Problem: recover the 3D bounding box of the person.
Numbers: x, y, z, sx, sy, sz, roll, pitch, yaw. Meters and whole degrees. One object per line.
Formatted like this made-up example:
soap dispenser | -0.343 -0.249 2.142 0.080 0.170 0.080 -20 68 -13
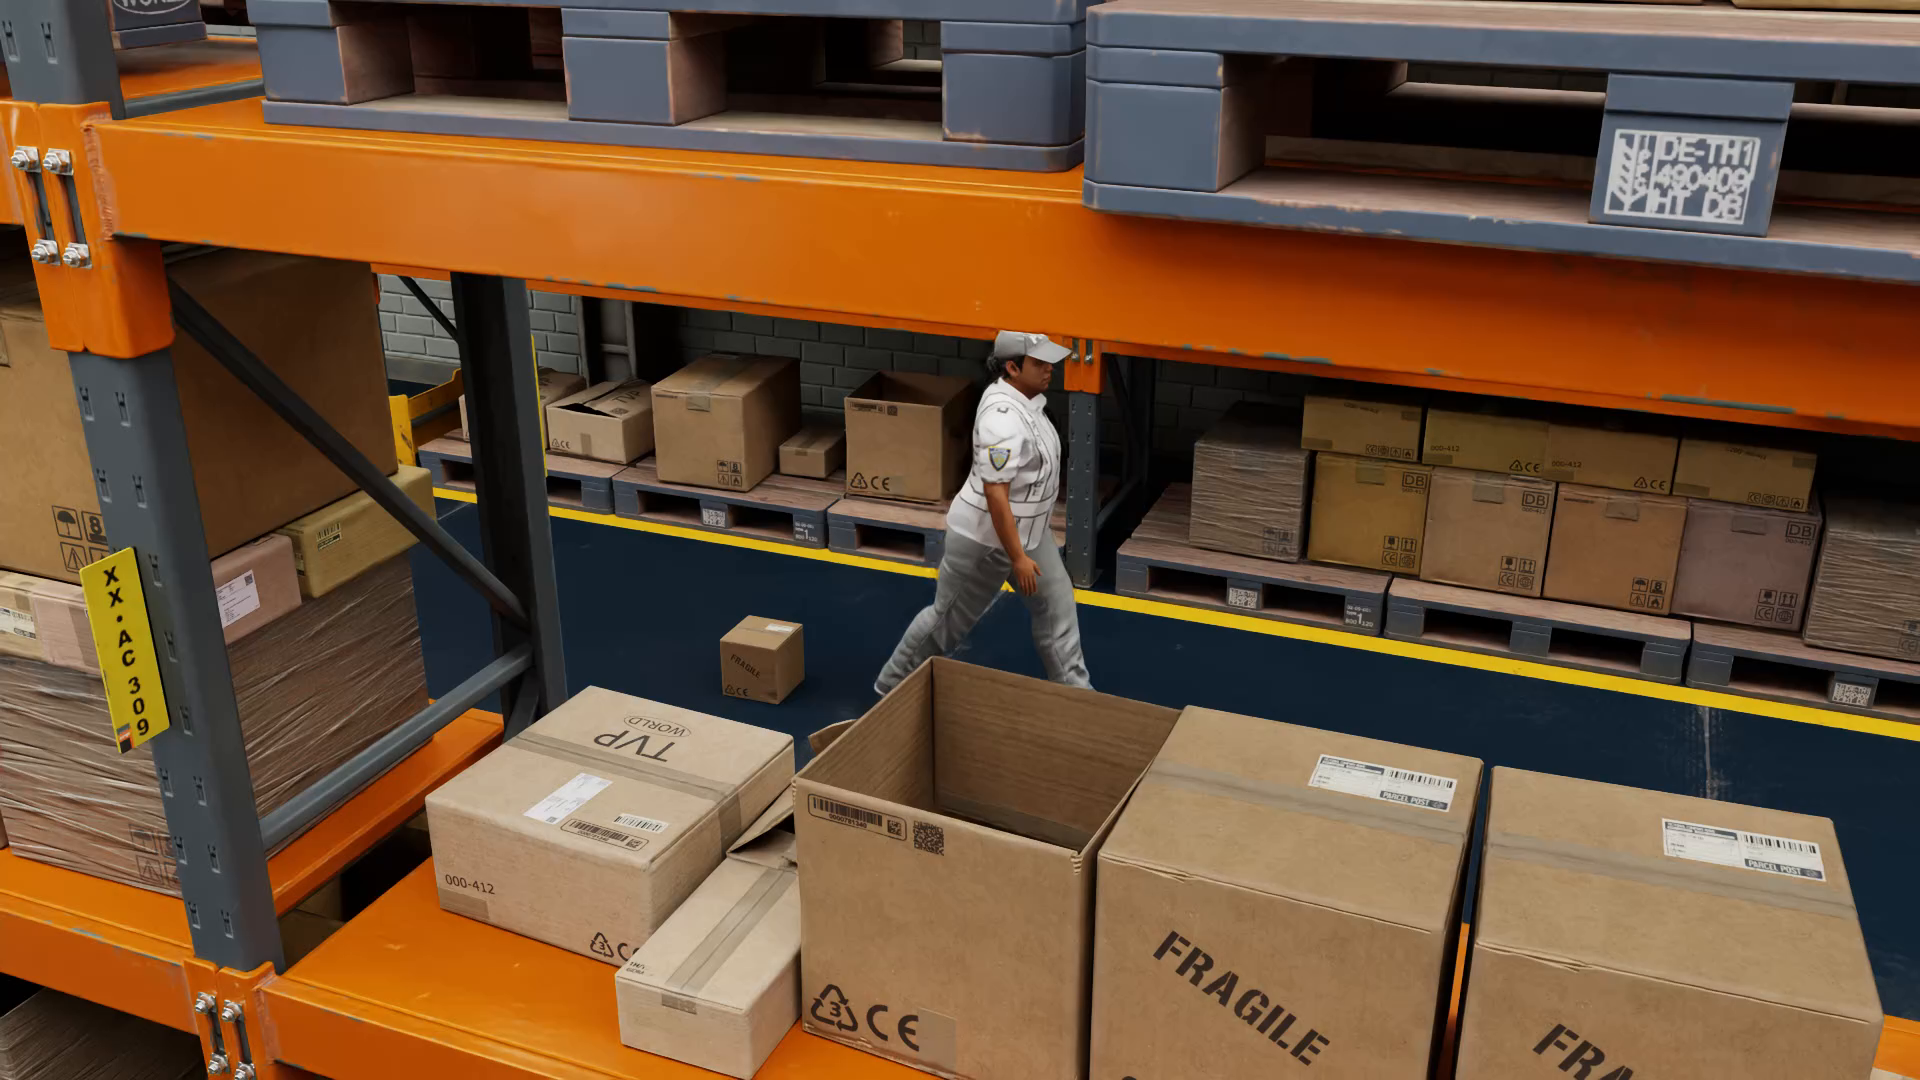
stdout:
person | 0.162 -0.031 6.187 1.030 1.603 0.504 7 24 17
